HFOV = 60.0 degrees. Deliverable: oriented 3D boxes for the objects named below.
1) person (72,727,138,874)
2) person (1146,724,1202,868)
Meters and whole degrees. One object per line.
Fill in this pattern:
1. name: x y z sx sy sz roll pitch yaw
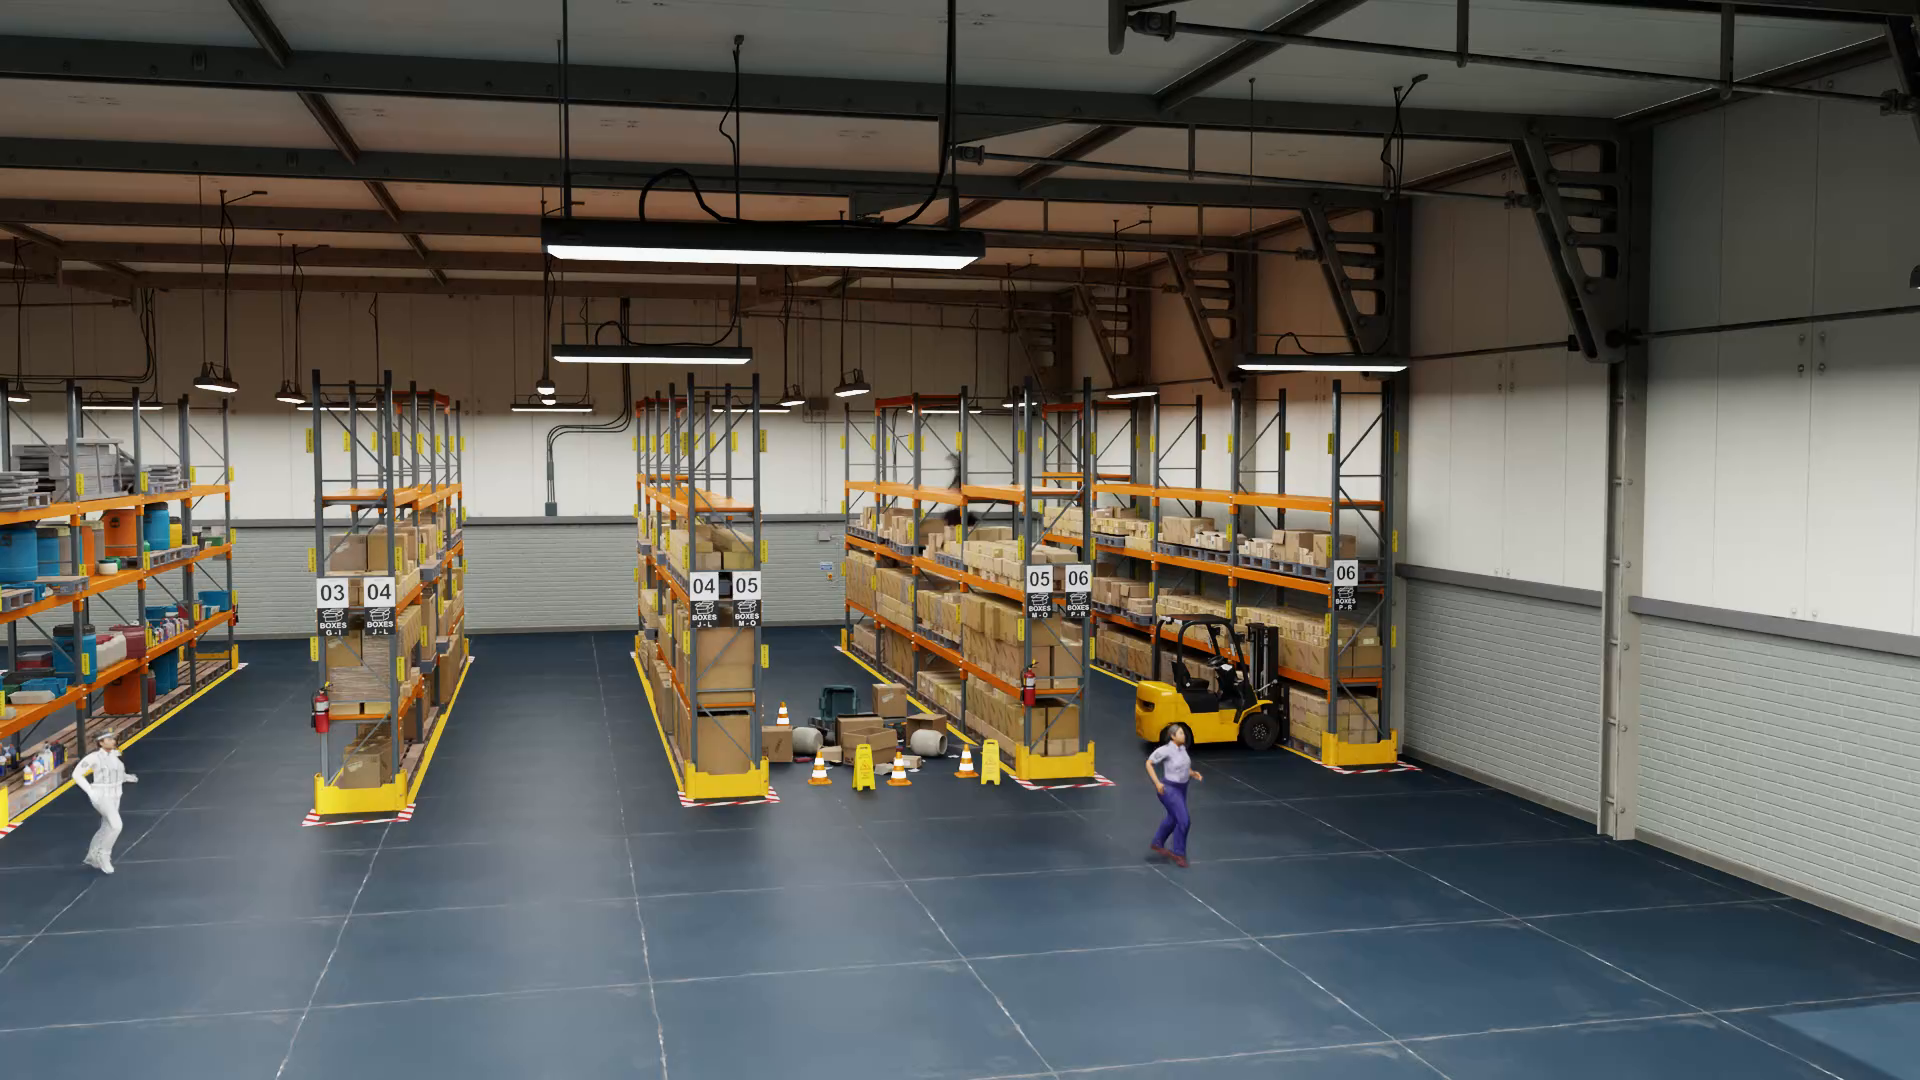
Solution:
1. person: -9.975 3.042 19.467 0.686 1.716 0.588 1 3 12
2. person: 2.549 3.056 19.857 0.705 1.708 0.613 2 4 36
